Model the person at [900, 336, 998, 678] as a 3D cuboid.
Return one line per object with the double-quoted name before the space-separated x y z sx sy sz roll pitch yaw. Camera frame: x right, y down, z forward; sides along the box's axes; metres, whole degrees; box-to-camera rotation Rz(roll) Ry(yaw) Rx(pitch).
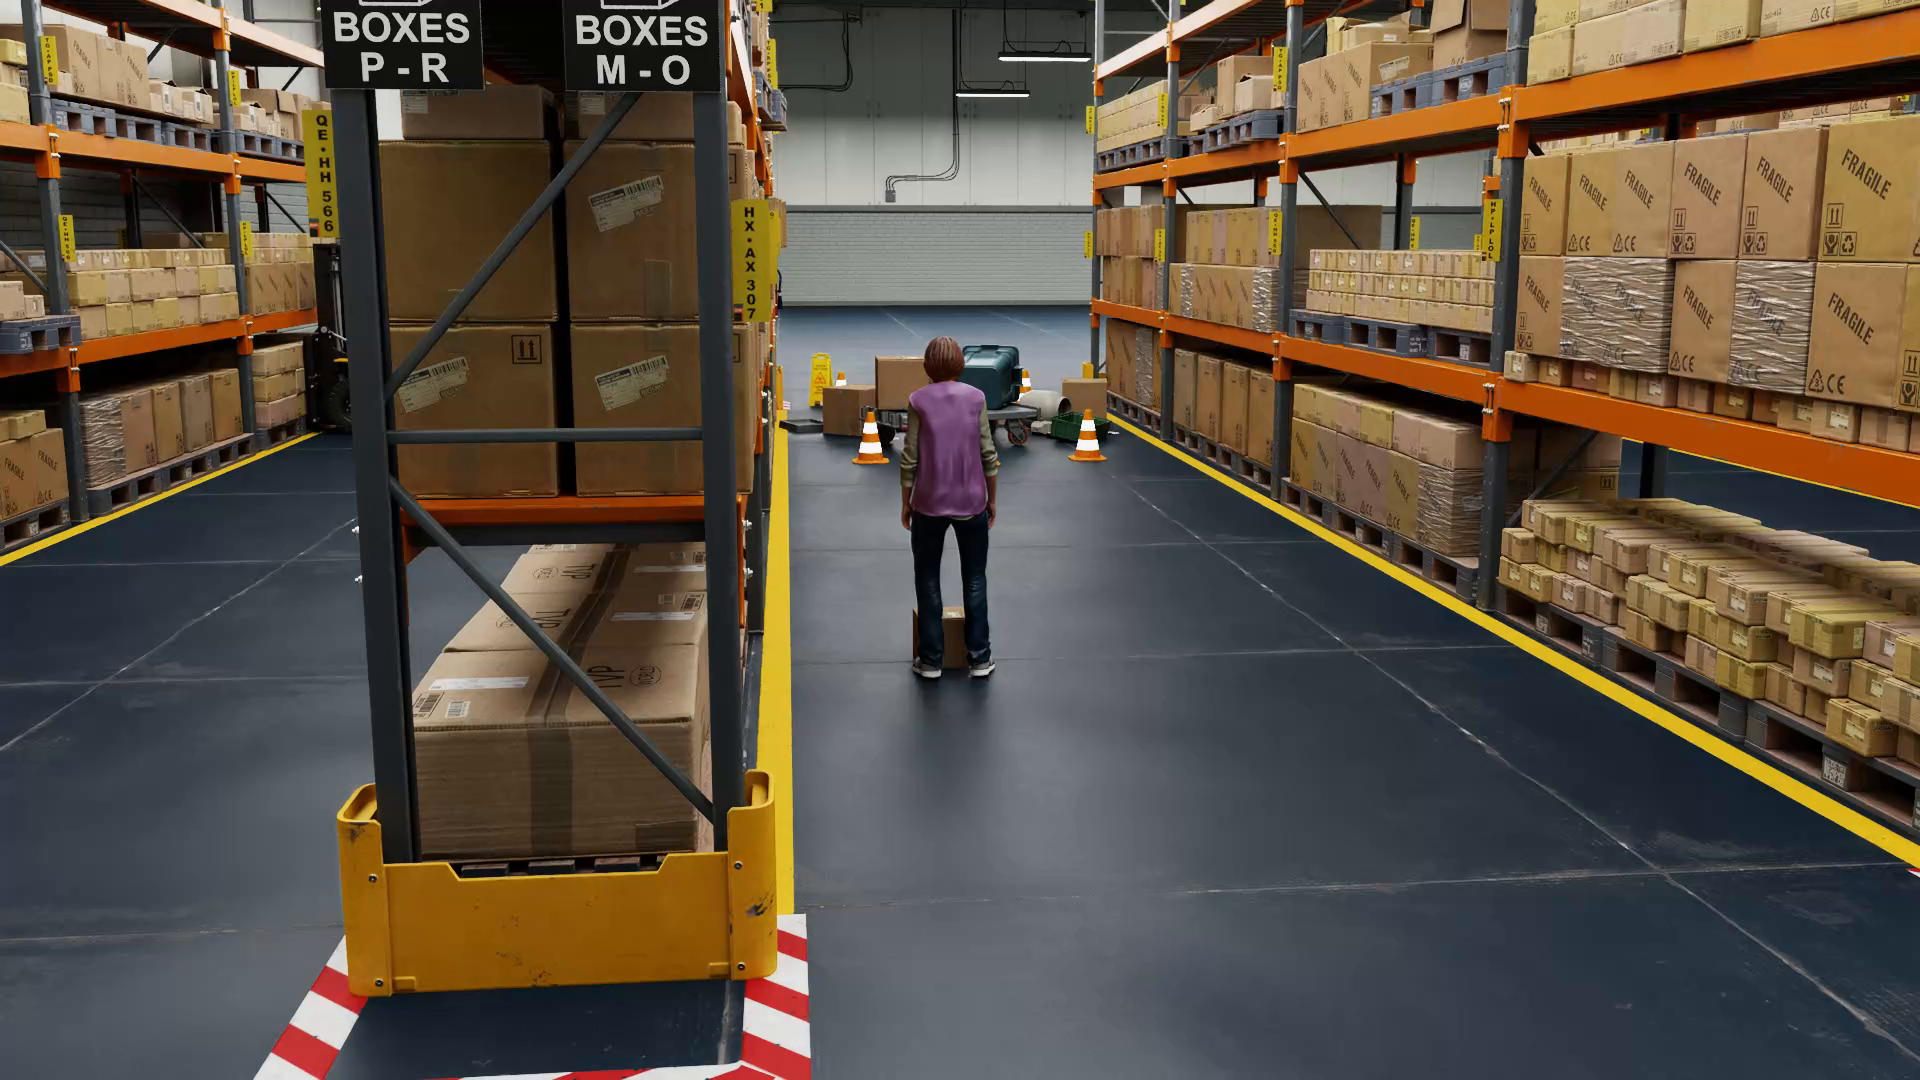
"person" -0.052 -0.142 7.734 0.460 1.591 0.345 -1 10 -7
